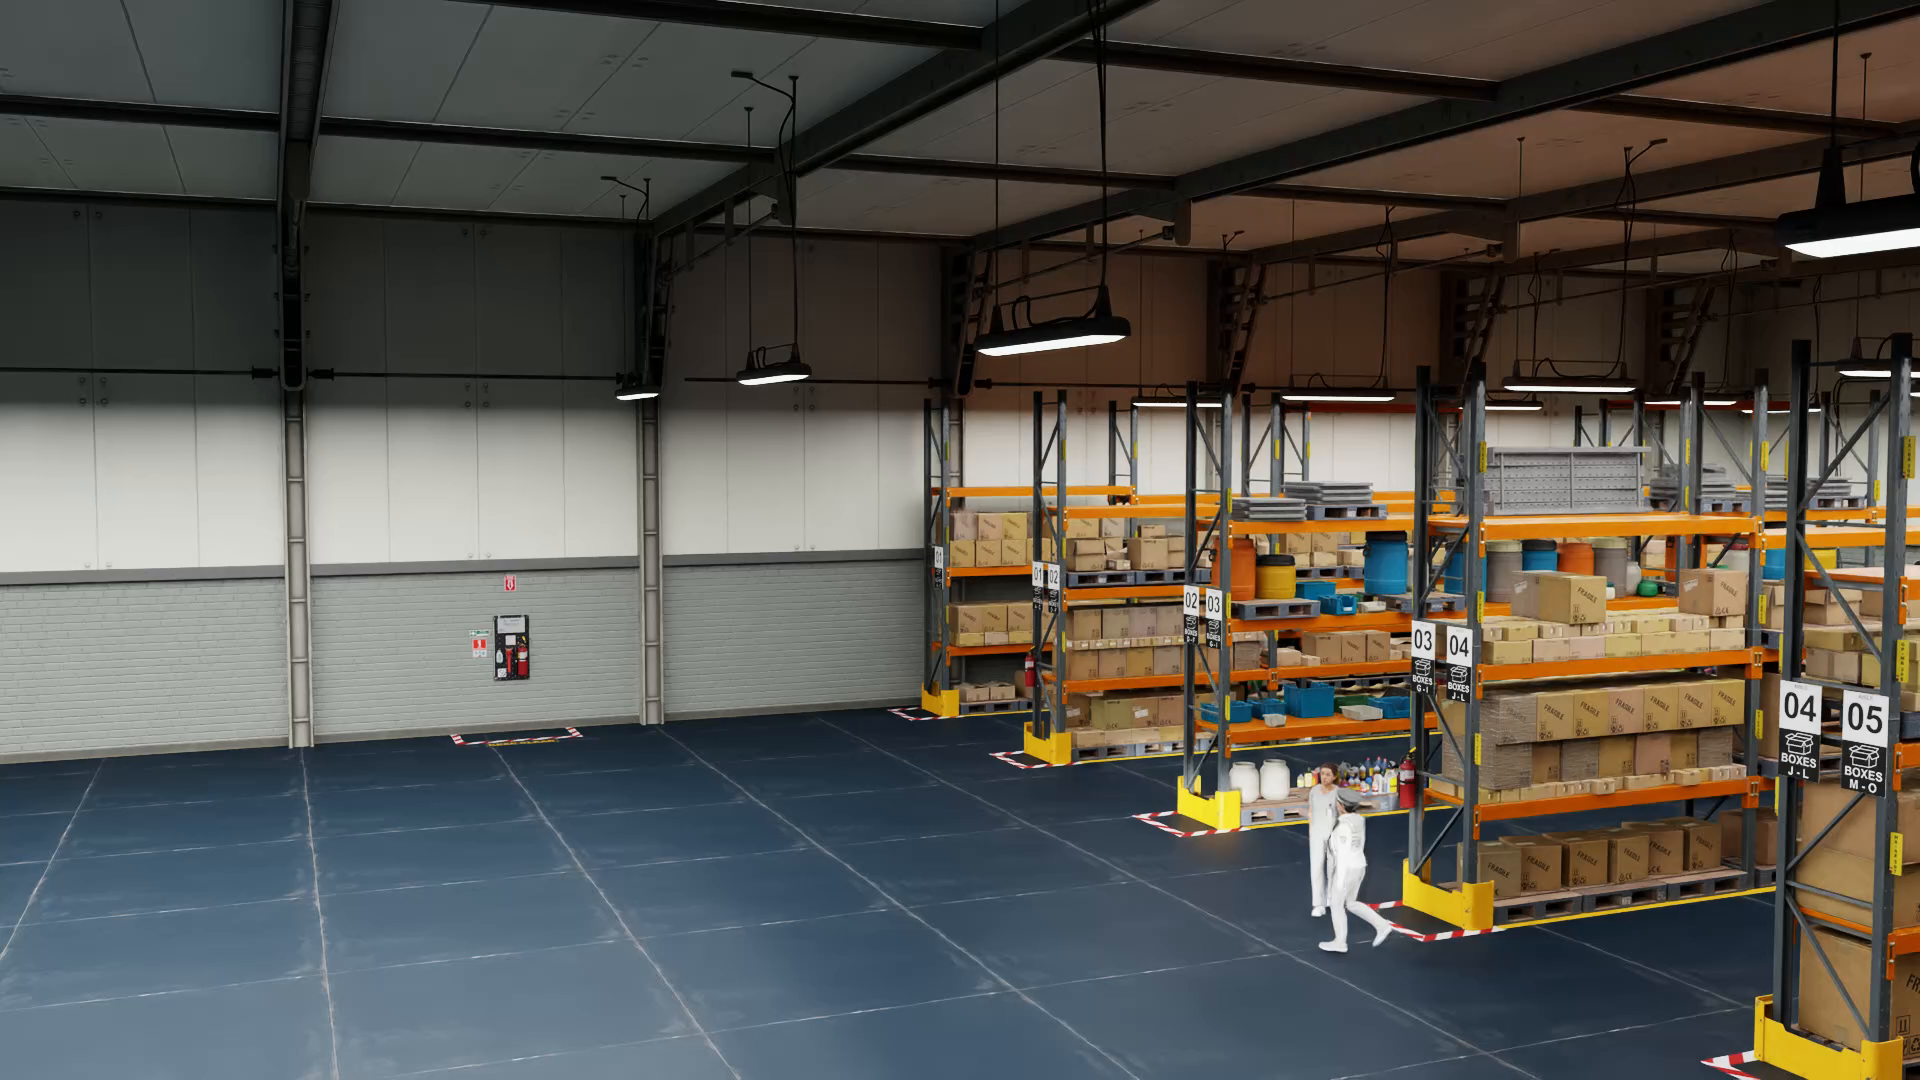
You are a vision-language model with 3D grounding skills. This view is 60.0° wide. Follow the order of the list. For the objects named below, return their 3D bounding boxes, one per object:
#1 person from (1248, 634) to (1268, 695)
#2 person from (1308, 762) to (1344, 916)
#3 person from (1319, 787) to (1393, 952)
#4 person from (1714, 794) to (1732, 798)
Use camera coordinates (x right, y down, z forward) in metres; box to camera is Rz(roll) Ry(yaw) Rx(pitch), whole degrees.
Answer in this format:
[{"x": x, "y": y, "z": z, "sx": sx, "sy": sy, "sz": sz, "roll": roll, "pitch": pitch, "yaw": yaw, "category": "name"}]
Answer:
[{"x": 5.684, "y": 2.383, "z": 32.041, "sx": 0.598, "sy": 1.791, "sz": 0.465, "roll": 3, "pitch": 5, "yaw": 42, "category": "person"}, {"x": 4.018, "y": 3.250, "z": 18.197, "sx": 0.467, "sy": 1.640, "sz": 0.854, "roll": 1, "pitch": 4, "yaw": 23, "category": "person"}, {"x": 3.987, "y": 3.327, "z": 16.741, "sx": 0.711, "sy": 1.663, "sz": 0.491, "roll": 2, "pitch": 4, "yaw": 29, "category": "person"}, {"x": 11.040, "y": 2.918, "z": 24.131, "sx": 0.460, "sy": 1.656, "sz": 0.494, "roll": -1, "pitch": 3, "yaw": -16, "category": "person"}]
